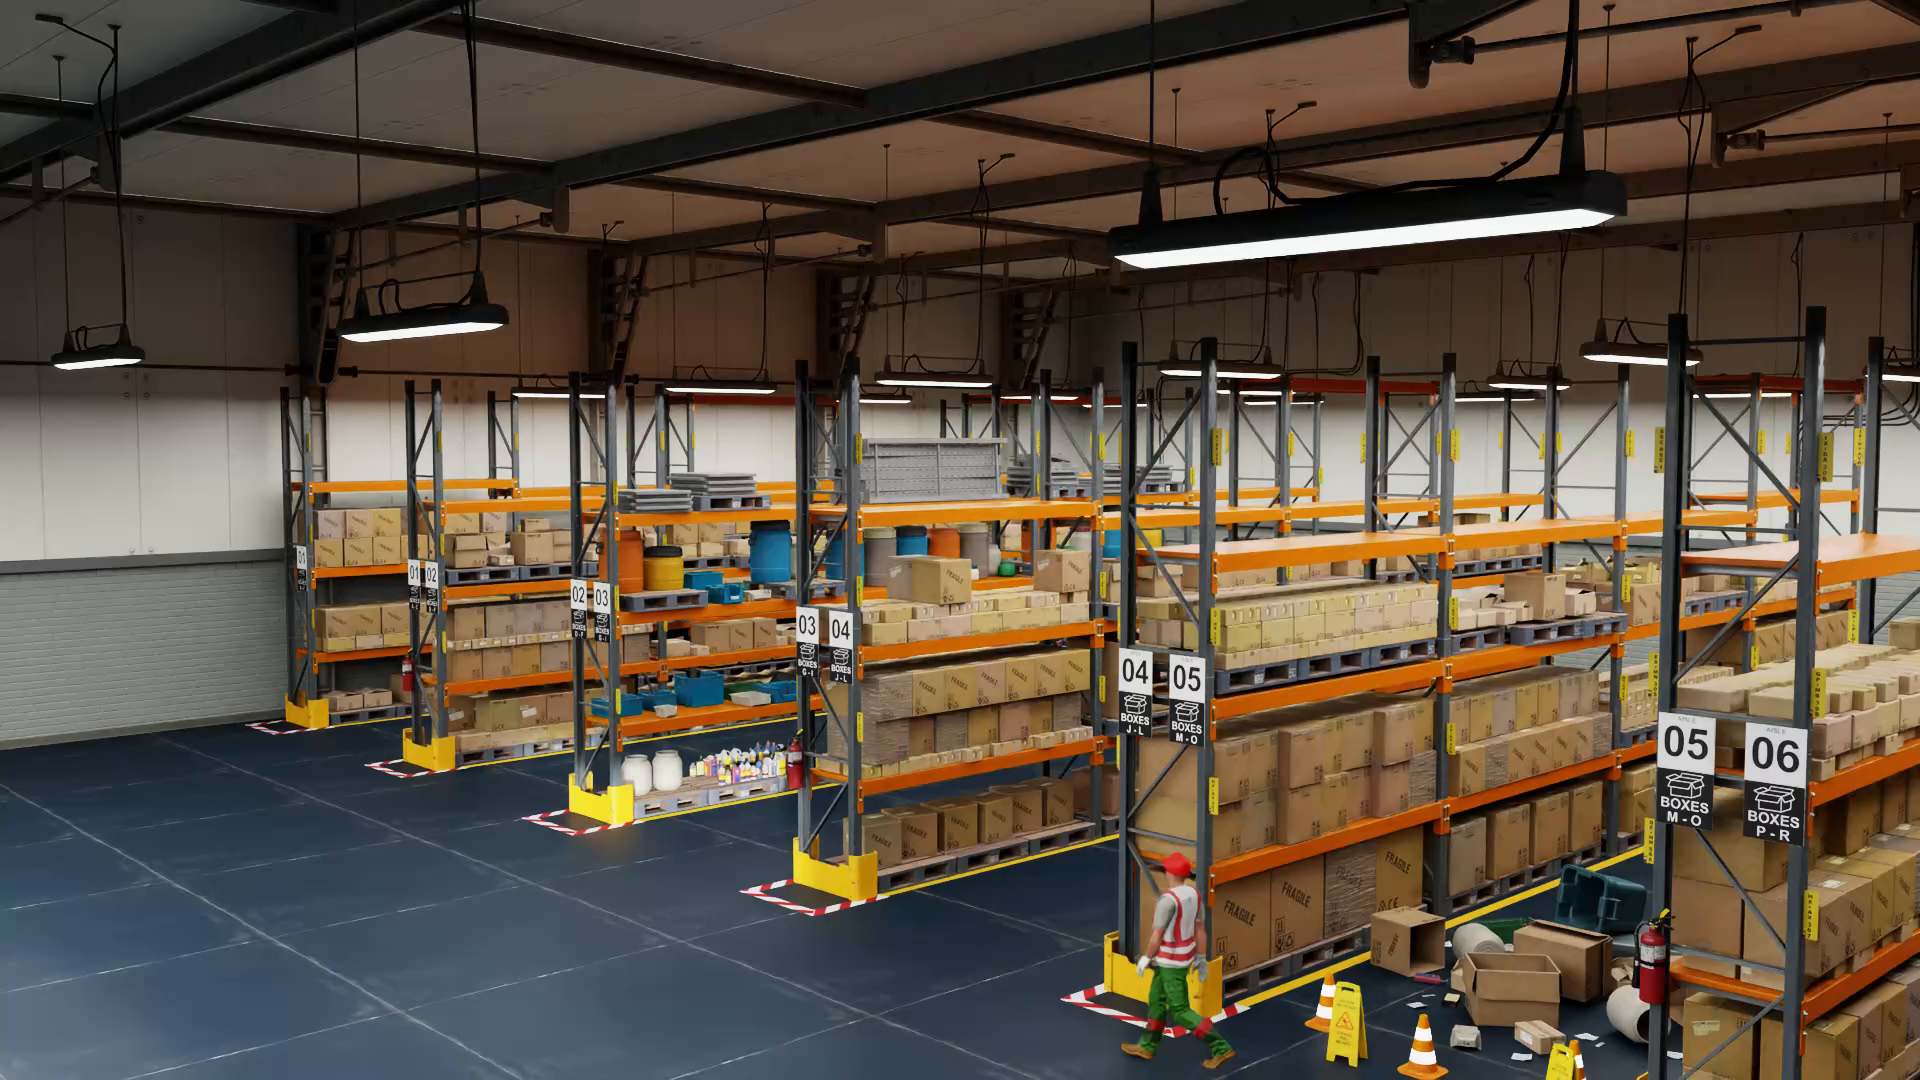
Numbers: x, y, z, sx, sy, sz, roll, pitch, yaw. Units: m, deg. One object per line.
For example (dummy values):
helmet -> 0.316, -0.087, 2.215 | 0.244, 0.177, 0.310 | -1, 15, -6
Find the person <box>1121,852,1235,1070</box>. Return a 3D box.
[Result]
person -> 1.762, 3.420, 13.504 | 1.017, 1.765, 0.488 | 1, 4, 22
